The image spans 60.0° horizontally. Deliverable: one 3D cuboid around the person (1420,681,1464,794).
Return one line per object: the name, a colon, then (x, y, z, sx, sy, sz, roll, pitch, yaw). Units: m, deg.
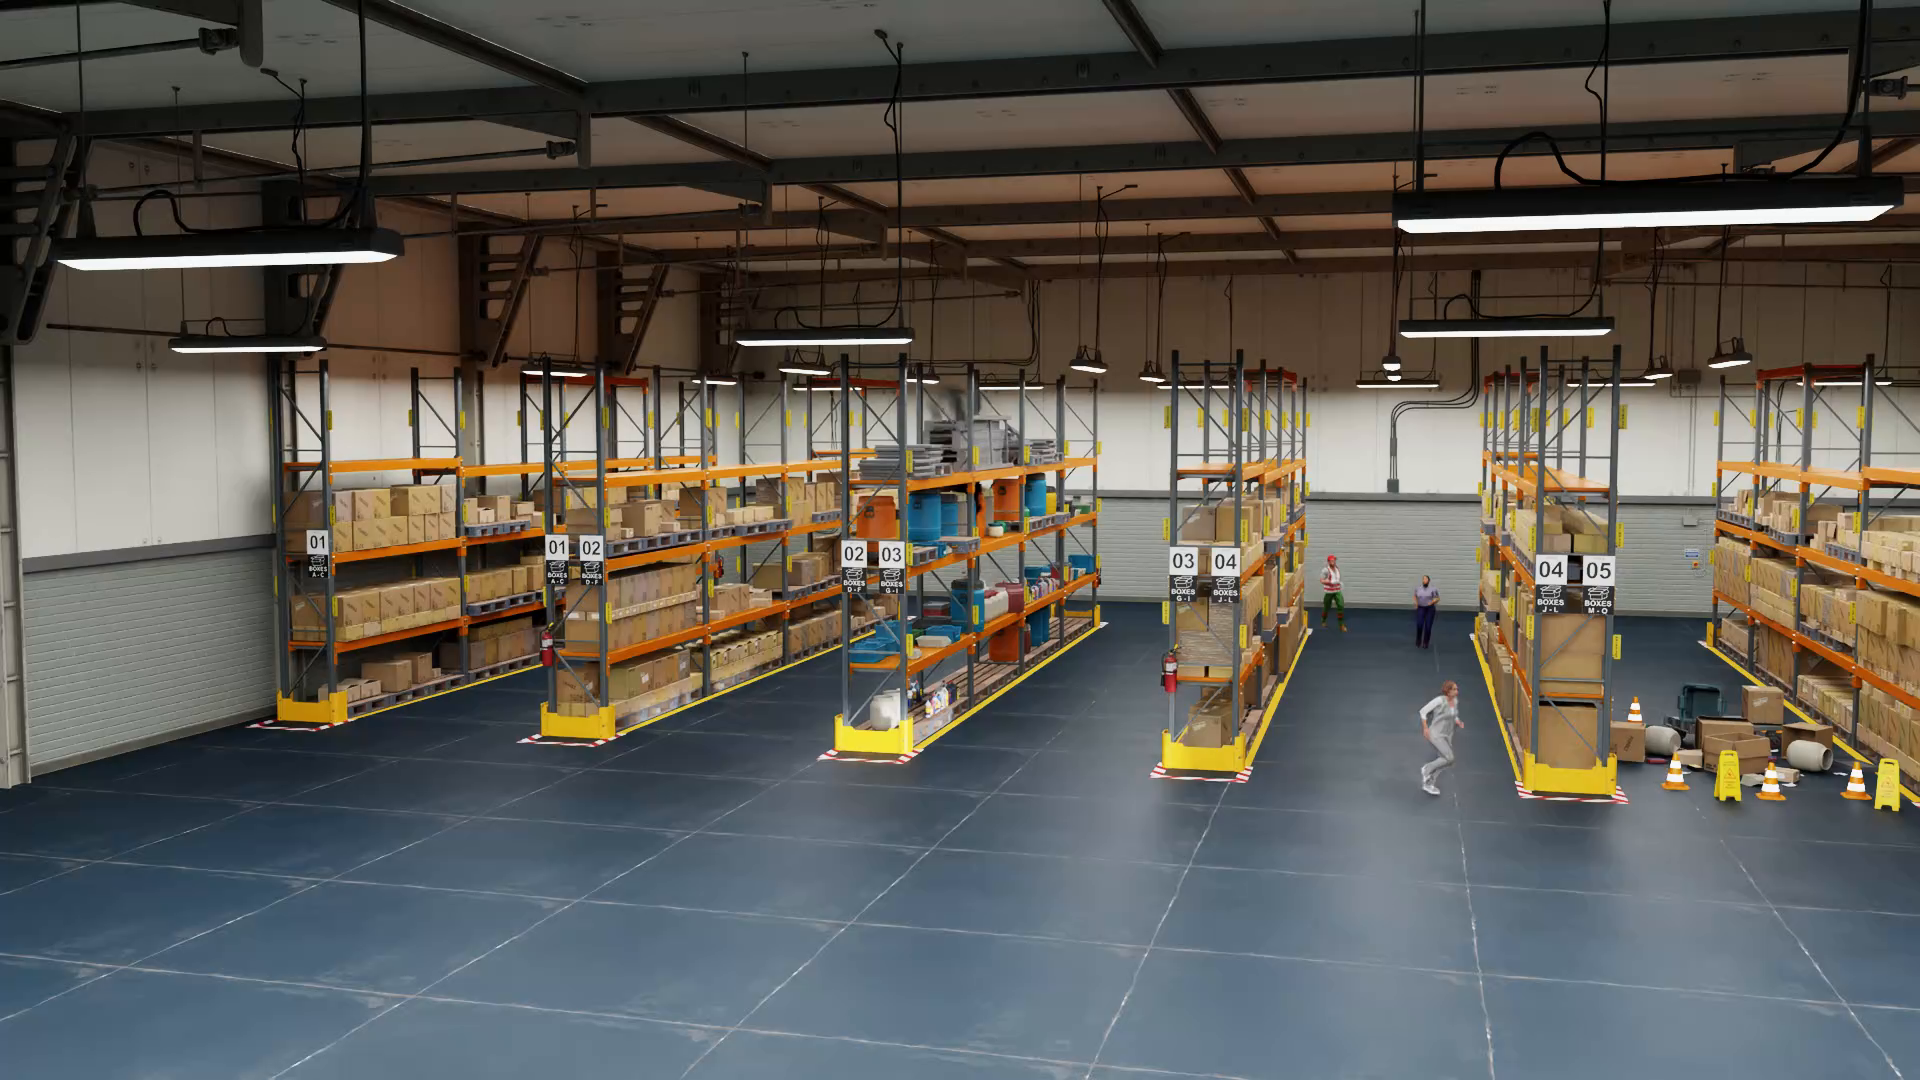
person: (6.464, 2.632, 22.222, 0.511, 1.540, 0.588, -4, 5, -40)

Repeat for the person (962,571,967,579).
person: (0.186, 1.503, 37.115, 0.605, 1.672, 0.840, 1, 4, 10)

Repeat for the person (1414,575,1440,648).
person: (10.209, 1.572, 36.461, 0.586, 1.613, 0.583, 2, 4, 23)

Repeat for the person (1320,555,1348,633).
person: (8.810, 1.255, 39.460, 0.670, 1.812, 0.897, -1, 4, -17)
